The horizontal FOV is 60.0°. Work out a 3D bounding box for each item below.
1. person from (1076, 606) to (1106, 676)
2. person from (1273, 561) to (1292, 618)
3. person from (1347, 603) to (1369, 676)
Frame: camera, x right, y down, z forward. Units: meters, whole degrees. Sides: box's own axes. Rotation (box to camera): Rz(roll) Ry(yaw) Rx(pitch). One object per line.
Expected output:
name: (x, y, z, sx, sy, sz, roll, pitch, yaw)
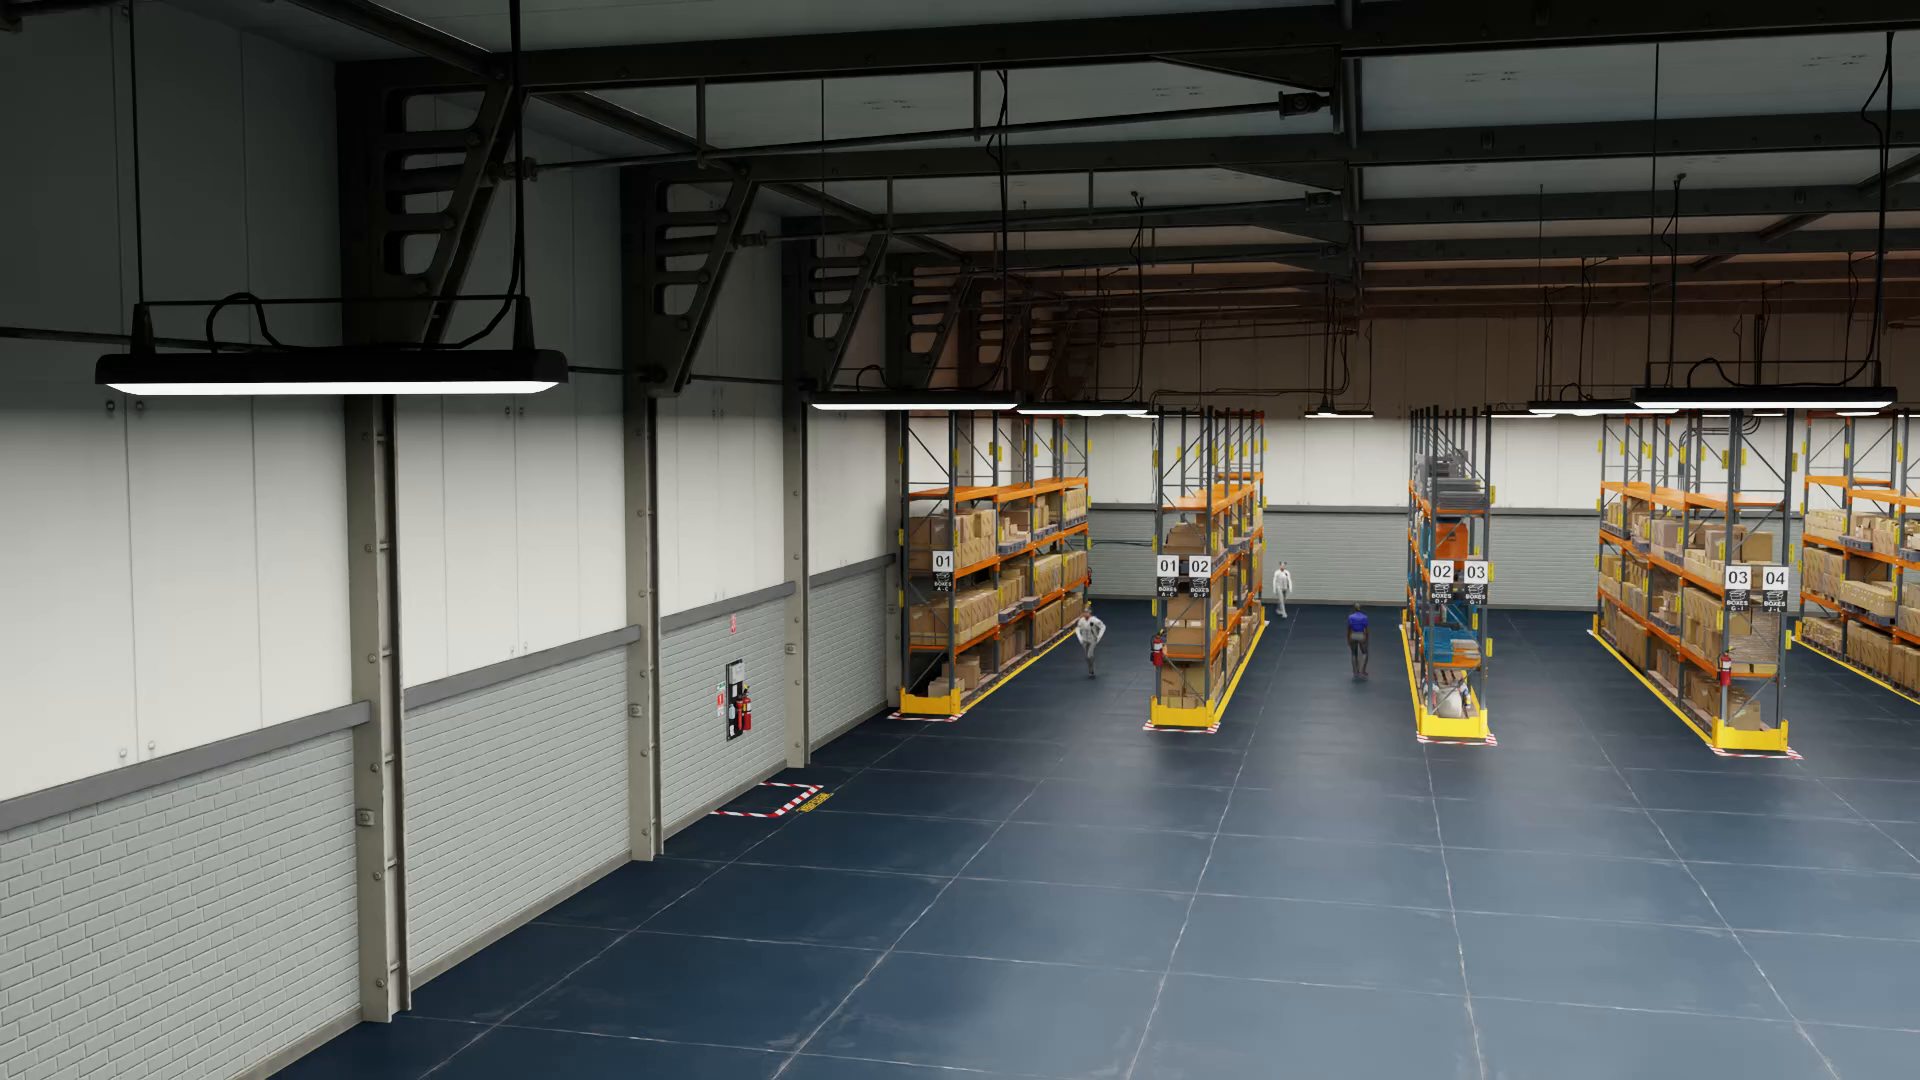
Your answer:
person: (2.925, 2.259, 37.164, 0.650, 1.607, 0.701, 2, 5, 26)
person: (9.389, 1.418, 48.417, 0.475, 1.614, 1.068, -1, 4, -13)
person: (8.914, 2.235, 37.207, 0.498, 1.655, 0.503, 1, 4, 13)
